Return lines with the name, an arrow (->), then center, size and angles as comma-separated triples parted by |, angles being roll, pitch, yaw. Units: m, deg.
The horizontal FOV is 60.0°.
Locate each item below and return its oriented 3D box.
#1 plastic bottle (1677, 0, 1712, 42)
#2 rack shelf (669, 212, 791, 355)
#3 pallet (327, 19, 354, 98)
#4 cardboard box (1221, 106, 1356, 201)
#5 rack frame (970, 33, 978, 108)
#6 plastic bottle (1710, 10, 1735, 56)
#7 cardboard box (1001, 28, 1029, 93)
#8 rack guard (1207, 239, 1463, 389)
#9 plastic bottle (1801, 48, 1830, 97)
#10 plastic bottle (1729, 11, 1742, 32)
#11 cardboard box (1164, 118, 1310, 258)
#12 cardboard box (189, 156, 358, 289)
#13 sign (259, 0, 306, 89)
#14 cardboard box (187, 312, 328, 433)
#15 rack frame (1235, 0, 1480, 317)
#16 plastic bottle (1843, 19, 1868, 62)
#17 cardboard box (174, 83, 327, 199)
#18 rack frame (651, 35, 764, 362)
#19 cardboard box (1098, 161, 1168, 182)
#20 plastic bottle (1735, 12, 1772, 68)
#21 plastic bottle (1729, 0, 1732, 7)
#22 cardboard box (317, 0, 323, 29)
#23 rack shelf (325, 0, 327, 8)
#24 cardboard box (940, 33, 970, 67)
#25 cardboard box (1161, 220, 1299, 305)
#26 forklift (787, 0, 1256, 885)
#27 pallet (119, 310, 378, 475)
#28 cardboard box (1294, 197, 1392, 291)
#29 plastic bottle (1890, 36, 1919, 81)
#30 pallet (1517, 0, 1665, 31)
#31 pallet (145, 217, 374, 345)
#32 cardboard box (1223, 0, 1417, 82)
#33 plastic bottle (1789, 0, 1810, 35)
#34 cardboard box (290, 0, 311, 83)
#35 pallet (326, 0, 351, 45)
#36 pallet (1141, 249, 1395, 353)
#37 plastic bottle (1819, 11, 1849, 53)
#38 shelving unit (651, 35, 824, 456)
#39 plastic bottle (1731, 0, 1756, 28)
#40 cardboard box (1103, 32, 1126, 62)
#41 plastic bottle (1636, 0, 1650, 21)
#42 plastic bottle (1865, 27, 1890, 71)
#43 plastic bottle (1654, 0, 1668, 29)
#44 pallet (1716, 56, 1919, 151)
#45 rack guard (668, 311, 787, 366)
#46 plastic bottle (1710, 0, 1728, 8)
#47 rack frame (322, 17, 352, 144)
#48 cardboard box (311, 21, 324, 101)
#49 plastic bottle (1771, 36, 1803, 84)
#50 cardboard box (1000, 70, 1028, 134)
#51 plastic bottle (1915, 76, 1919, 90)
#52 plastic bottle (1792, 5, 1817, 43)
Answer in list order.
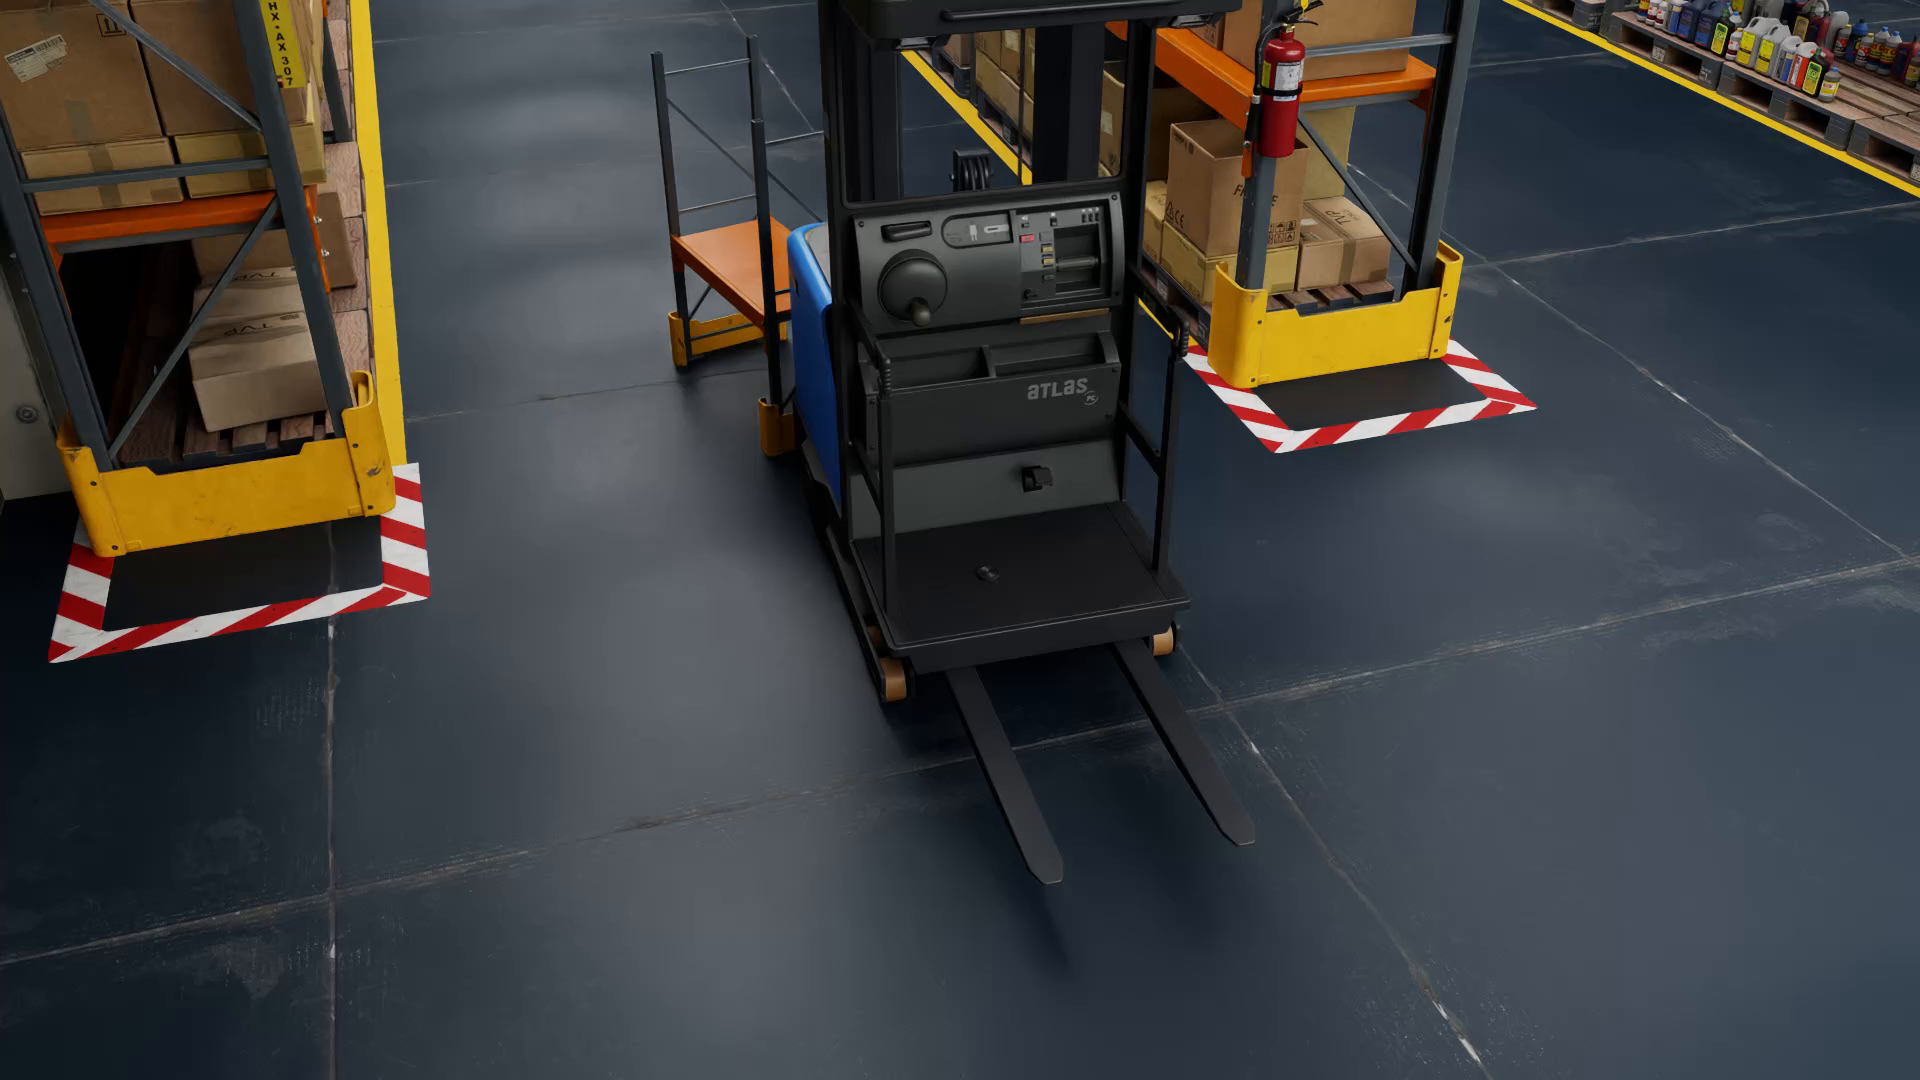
plastic bottle -> 5.131, -3.672, 11.590 | 0.144, 0.351, 0.185 | -9, 35, -13
rack shelf -> -0.863, -1.173, 7.491 | 0.538, 0.185, 1.000 | -18, 38, -26
pallet -> -4.769, -3.308, 11.565 | 1.003, 0.211, 1.213 | -10, 35, -15
cardboard box -> 1.676, -2.078, 8.607 | 0.500, 0.500, 0.500 | -10, 35, -15
rack frame -> 0.562, -4.256, 10.470 | 1.000, 3.000, 0.127 | -10, 35, -15
plastic bottle -> 5.200, -3.451, 11.317 | 0.061, 0.283, 0.133 | -9, 34, -13
cardboard box -> 0.565, -3.040, 10.062 | 0.500, 0.500, 0.500 | -10, 35, -15
rack guard -> 1.789, -1.101, 7.962 | 1.175, 0.500, 0.348 | -10, 35, -15
plastic bottle -> 5.470, -2.986, 10.613 | 0.061, 0.283, 0.133 | -9, 35, -14
plastic bottle -> 5.269, -3.469, 11.354 | 0.097, 0.271, 0.097 | 0, 33, 0
cardboard box -> 1.335, -1.728, 8.078 | 0.500, 0.500, 0.500 | -10, 35, -15
cardboard box -> -3.410, -1.533, 8.217 | 0.700, 0.500, 0.500 | -12, 35, -18
sign -> -2.418, -1.774, 5.928 | 0.100, 0.325, 0.005 | -10, 35, -15
cardboard box -> -3.060, -0.761, 7.221 | 0.500, 0.311, 0.500 | -14, 36, -20
rack frame -> 1.782, -2.156, 7.292 | 1.000, 3.000, 0.127 | -10, 35, -15
plastic bottle -> 6.047, -3.375, 11.213 | 0.097, 0.271, 0.097 | 0, 33, 0
cardboard box -> -2.781, -1.576, 6.533 | 0.500, 0.250, 0.500 | -11, 35, -16
rack frame -> -1.126, -1.563, 7.755 | 0.500, 1.500, 0.032 | -18, 38, -26
cardboard box -> 1.019, -1.939, 9.076 | 0.500, 0.250, 0.500 | -10, 35, -15
plastic bottle -> 5.318, -3.350, 11.102 | 0.144, 0.351, 0.185 | -10, 35, -15
plastic bottle -> 5.688, -3.965, 12.169 | 0.097, 0.201, 0.097 | 0, 33, 0
cardboard box -> -3.409, -2.645, 8.149 | 0.500, 0.250, 0.500 | -10, 35, -15
rack shelf -> -4.765, -4.171, 10.994 | 1.077, 0.370, 4.000 | -10, 35, -15
cardboard box -> 0.159, -3.453, 11.368 | 0.500, 0.250, 0.500 | -10, 35, -15
cardboard box -> 1.337, -1.416, 8.285 | 0.500, 0.250, 0.500 | -10, 35, -15
forklift -> 0.165, -0.889, 5.437 | 1.130, 2.935, 3.031 | -9, 34, -13
pallet -> -3.172, -0.630, 7.512 | 1.003, 0.211, 1.213 | -10, 35, -15
cardboard box -> 1.830, -1.503, 8.417 | 0.500, 0.250, 0.500 | -10, 35, -15
plastic bottle -> 6.192, -3.164, 10.881 | 0.061, 0.283, 0.133 | -9, 35, -14
pallet -> 5.004, -4.330, 13.111 | 1.003, 0.211, 1.213 | -10, 35, -15
pallet -> -3.540, -1.269, 8.480 | 1.003, 0.211, 1.213 | -10, 35, -15
cardboard box -> 1.652, -2.445, 7.639 | 0.700, 0.500, 0.500 | -10, 35, -15
plastic bottle -> 5.899, -3.668, 11.646 | 0.061, 0.283, 0.133 | -8, 34, -12
cardboard box -> -2.935, -2.142, 6.708 | 0.500, 0.500, 0.500 | -10, 35, -15
pallet -> -5.138, -3.947, 12.532 | 1.003, 0.211, 1.213 | -10, 35, -15
pallet -> 1.509, -1.387, 8.658 | 1.003, 0.211, 1.213 | -10, 35, -15
plastic bottle -> 5.954, -3.488, 11.380 | 0.152, 0.276, 0.135 | -9, 35, -14
shelving unit -> -0.868, -1.327, 7.398 | 0.587, 1.500, 1.083 | -18, 38, -26
plastic bottle -> 5.614, -3.852, 11.862 | 0.144, 0.351, 0.185 | -10, 35, -15
cardboard box -> 0.865, -2.514, 9.266 | 0.500, 0.500, 0.500 | -10, 35, -15
plastic bottle -> 4.960, -3.891, 11.994 | 0.097, 0.271, 0.097 | 0, 33, 0
plastic bottle -> 6.109, -3.269, 11.052 | 0.097, 0.271, 0.097 | 0, 33, 0
plastic bottle -> 5.022, -3.755, 11.852 | 0.097, 0.201, 0.097 | 0, 33, 0
pallet -> 5.821, -2.922, 10.981 | 1.003, 0.211, 1.213 | -10, 35, -15
rack guard -> -1.126, -1.041, 8.098 | 0.587, 0.250, 0.087 | -18, 38, -26
plastic bottle -> 5.269, -3.696, 11.626 | 0.144, 0.351, 0.185 | -10, 35, -15
rack frame -> -4.155, -3.421, 9.206 | 1.000, 3.000, 0.127 | -10, 35, -15
cardboard box -> -3.103, -2.115, 7.348 | 0.500, 0.250, 0.500 | -11, 35, -15
plastic bottle -> 5.430, -3.135, 10.844 | 0.152, 0.276, 0.135 | -11, 35, -16
cardboard box -> 0.562, -2.726, 10.268 | 0.500, 0.250, 0.500 | -10, 35, -15
plastic bottle -> 6.244, -3.037, 10.700 | 0.097, 0.271, 0.097 | 0, 33, 0
plastic bottle -> 5.818, -3.547, 11.461 | 0.061, 0.283, 0.133 | -10, 35, -15
